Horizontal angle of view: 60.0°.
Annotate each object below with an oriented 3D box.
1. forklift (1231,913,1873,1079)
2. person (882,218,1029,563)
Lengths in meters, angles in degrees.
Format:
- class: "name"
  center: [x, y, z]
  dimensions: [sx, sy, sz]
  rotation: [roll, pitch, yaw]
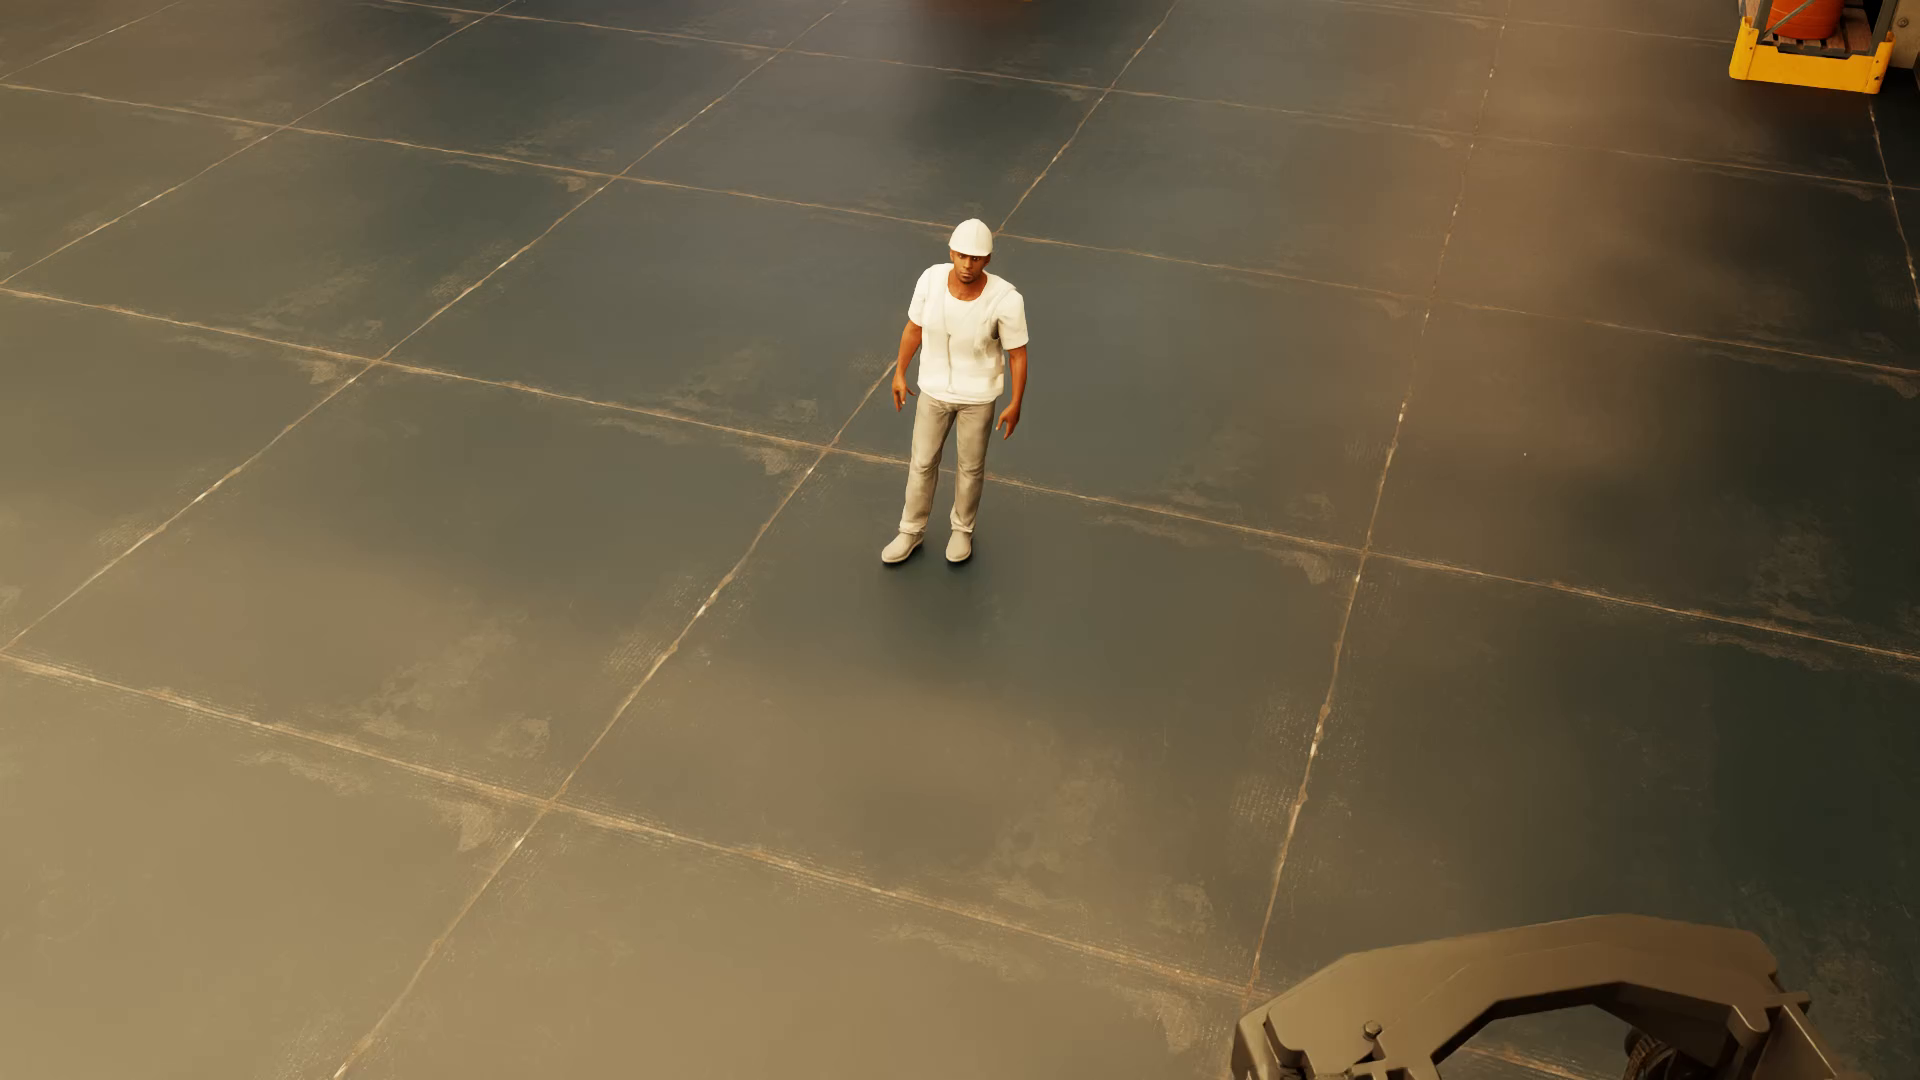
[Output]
- class: "forklift"
  center: [1.041, 2.226, 2.971]
  dimensions: [1.130, 2.935, 3.031]
  rotation: [-6, 36, -9]
- class: "person"
  center: [-0.029, -0.690, 8.078]
  dimensions: [0.665, 1.765, 0.577]
  rotation: [12, 37, 16]
